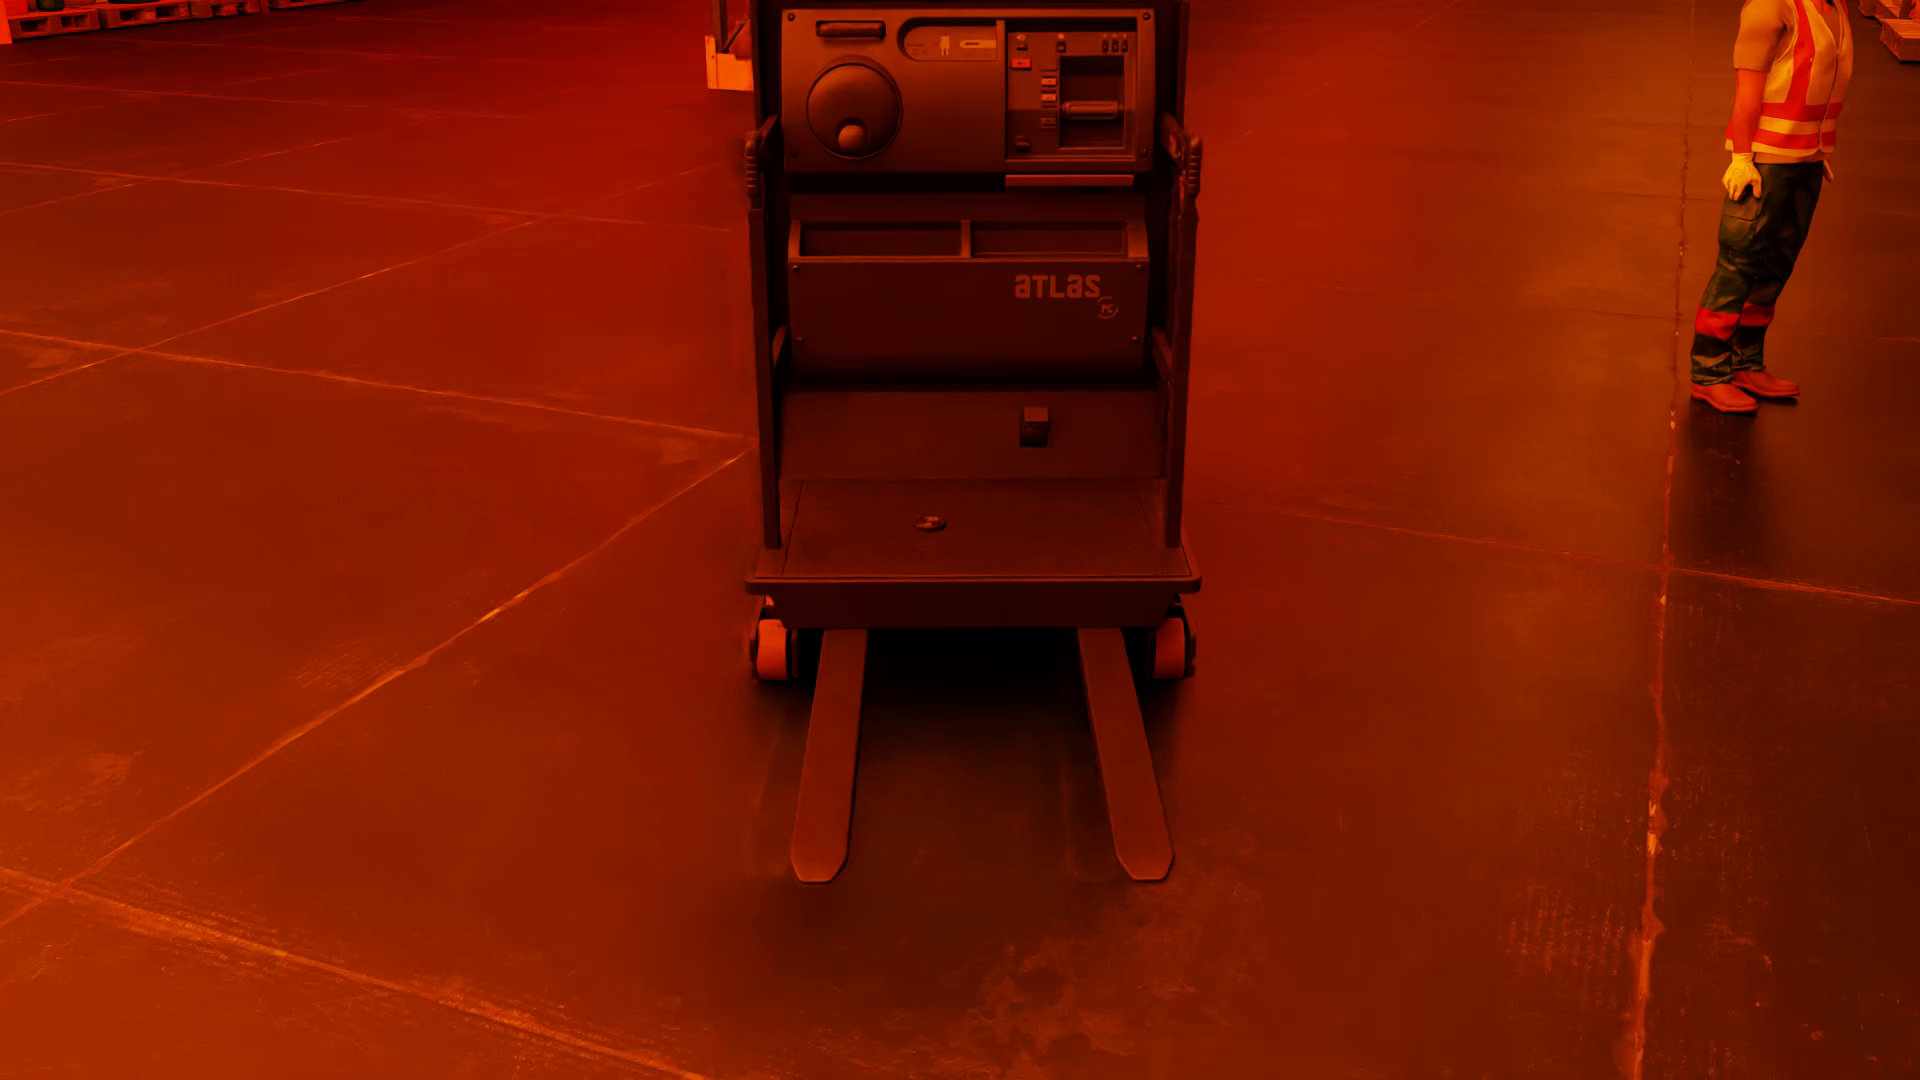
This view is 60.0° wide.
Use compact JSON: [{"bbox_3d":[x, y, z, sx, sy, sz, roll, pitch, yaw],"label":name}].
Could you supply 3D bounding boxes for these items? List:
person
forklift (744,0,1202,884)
[{"bbox_3d":[3.013,-1.383,6.083,0.525,1.796,0.366,-15,27,-32],"label":"person"},{"bbox_3d":[0.026,-1.110,3.948,1.130,2.935,3.031,0,23,-1],"label":"forklift"}]
